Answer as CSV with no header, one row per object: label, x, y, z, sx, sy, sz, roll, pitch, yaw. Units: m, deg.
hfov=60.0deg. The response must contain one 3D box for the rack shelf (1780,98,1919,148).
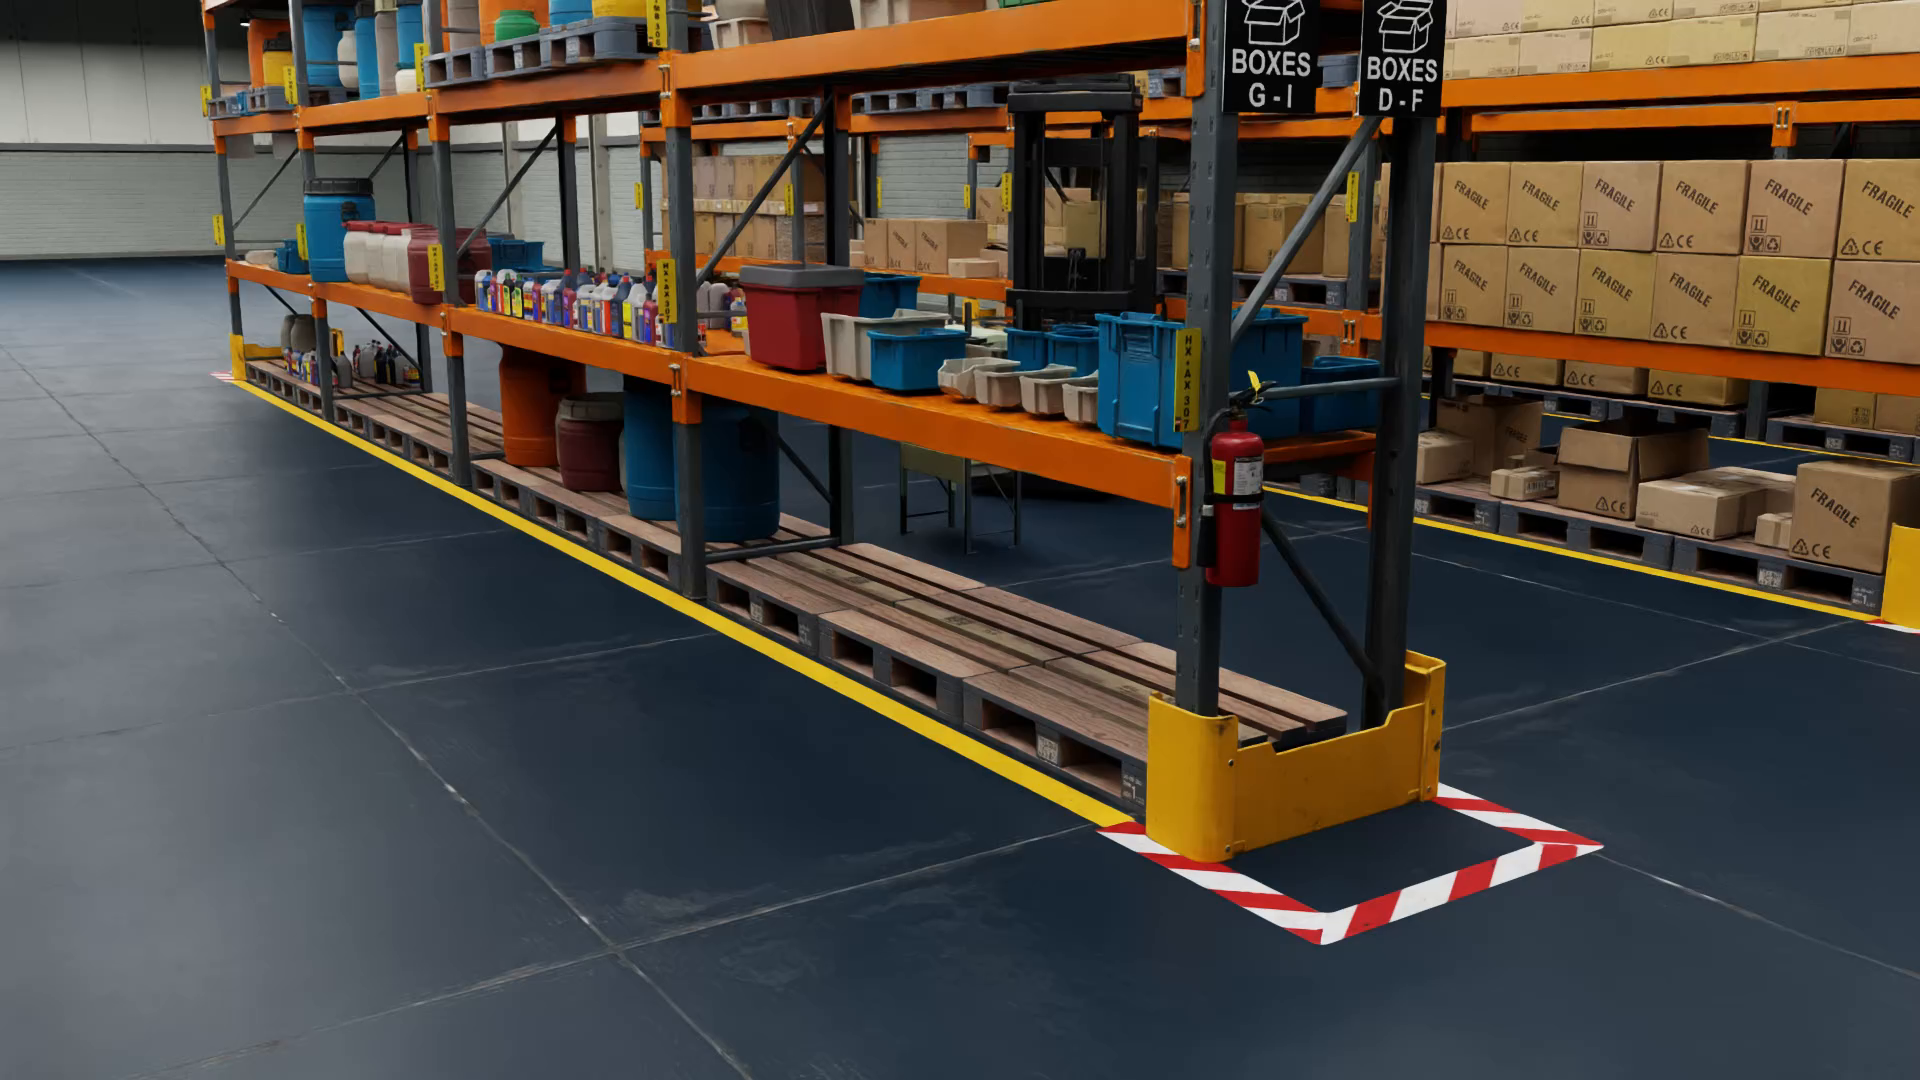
rack shelf,8.310,-3.138,12.352,1.077,0.370,4.000,-8,15,-33

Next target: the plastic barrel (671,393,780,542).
plastic barrel,-1.332,-0.486,9.491,0.600,0.901,0.708,-8,15,-33

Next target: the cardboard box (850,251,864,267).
cardboard box,-1.031,-2.911,17.239,0.380,0.149,0.250,-8,15,-33

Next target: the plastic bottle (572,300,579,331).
plastic bottle,-2.304,-1.379,10.111,0.097,0.201,0.097,0,12,0

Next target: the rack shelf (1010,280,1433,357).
rack shelf,1.972,-1.797,13.241,1.077,0.370,4.000,-8,15,-33

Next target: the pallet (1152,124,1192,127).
pallet,3.023,-5.054,19.868,1.213,0.211,1.003,-8,15,-33

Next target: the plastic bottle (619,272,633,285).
plastic bottle,-2.290,-1.701,11.420,0.097,0.271,0.097,0,12,0

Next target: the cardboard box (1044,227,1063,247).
cardboard box,1.415,-4.054,22.182,0.500,0.250,0.500,-8,15,-32

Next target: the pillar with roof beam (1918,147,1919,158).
pillar with roof beam,4.726,-4.779,11.150,9.100,9.000,0.400,-8,15,-33

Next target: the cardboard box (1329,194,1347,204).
cardboard box,4.385,-3.533,18.234,0.700,0.500,0.500,-10,16,-38

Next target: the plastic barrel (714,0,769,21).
plastic barrel,-1.128,-3.067,9.043,0.433,0.535,0.433,0,12,0

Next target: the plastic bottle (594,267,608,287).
plastic bottle,-2.554,-1.799,11.839,0.061,0.283,0.133,-8,15,-33

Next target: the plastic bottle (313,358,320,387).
plastic bottle,-6.181,-1.665,16.126,0.144,0.351,0.185,-9,15,-36

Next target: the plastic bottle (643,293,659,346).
plastic bottle,-1.699,-1.218,9.181,0.061,0.283,0.133,-8,15,-33

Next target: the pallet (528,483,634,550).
pallet,-2.118,-0.204,10.801,1.003,0.211,1.213,-8,15,-33

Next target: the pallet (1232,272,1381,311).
pallet,2.729,-1.854,12.267,1.003,0.211,1.213,-8,15,-33

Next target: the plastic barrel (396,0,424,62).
plastic barrel,-4.290,-4.043,13.632,0.600,0.901,0.708,-8,15,-33

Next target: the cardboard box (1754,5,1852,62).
cardboard box,4.525,-2.624,8.668,0.500,0.250,0.500,-8,15,-33

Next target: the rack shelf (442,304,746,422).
rack shelf,-2.153,-1.211,10.563,1.077,0.370,4.000,-8,15,-33

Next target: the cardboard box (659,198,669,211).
cardboard box,-3.530,-4.197,20.781,0.380,0.149,0.250,-8,15,-33

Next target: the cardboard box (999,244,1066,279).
cardboard box,0.699,-2.530,15.120,0.500,0.311,0.500,-7,14,-29

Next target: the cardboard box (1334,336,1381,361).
cardboard box,4.544,-2.207,18.252,0.700,0.500,0.500,-8,15,-32

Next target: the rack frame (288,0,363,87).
rack frame,-5.477,-5.560,14.725,1.000,3.000,0.127,-8,15,-33

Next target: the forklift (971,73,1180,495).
forklift,1.026,-2.022,12.746,1.130,2.935,3.031,5,13,20

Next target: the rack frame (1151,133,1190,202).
rack frame,2.770,-3.802,20.728,1.000,3.000,0.127,-8,15,-33

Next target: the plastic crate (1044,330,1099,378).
plastic crate,0.579,-0.760,7.068,0.416,0.233,0.300,-8,15,-33

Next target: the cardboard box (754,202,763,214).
cardboard box,-2.110,-3.741,18.696,0.380,0.149,0.250,-8,15,-33

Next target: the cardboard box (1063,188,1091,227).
cardboard box,1.699,-4.332,21.697,0.500,0.500,0.500,-9,15,-34

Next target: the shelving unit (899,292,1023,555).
shelving unit,-0.004,-0.734,10.207,0.431,1.500,0.755,-8,15,-33

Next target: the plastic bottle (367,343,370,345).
plastic bottle,-6.231,-1.936,17.520,0.061,0.283,0.133,-8,14,-31

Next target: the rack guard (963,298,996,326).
rack guard,0.596,-3.279,24.186,1.175,0.500,0.348,-8,15,-33

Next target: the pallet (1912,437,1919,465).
pallet,8.239,-0.656,12.866,1.003,0.211,1.213,-8,15,-33

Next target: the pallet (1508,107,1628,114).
pallet,6.009,-4.157,15.772,1.003,0.211,1.213,-7,14,-30

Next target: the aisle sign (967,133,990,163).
aisle sign,0.264,-5.761,23.599,0.394,0.787,0.004,-8,15,-33

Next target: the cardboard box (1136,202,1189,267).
cardboard box,1.655,-2.474,13.437,0.700,0.500,0.500,-5,13,-22

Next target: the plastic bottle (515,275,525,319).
plastic bottle,-2.870,-1.594,10.901,0.061,0.283,0.133,-8,15,-33

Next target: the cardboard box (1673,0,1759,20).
cardboard box,4.249,-2.957,9.022,0.500,0.250,0.500,-8,15,-33

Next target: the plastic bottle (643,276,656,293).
plastic bottle,-1.809,-1.358,9.664,0.144,0.351,0.185,-8,15,-33

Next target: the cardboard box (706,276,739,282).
cardboard box,-3.023,-3.095,21.190,0.500,0.500,0.500,-8,15,-33

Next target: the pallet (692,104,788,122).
pallet,-2.518,-5.003,19.404,1.003,0.211,1.213,-8,15,-33

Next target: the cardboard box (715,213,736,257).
cardboard box,-2.460,-3.616,19.642,0.700,0.500,0.500,-8,14,-31

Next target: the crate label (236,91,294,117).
crate label,-6.932,-4.362,16.613,0.502,0.251,0.408,-8,15,-33

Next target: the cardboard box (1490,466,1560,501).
cardboard box,3.621,-0.370,10.637,0.380,0.166,0.250,-8,15,-33

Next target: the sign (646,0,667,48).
sign,-1.504,-2.612,8.242,0.100,0.325,0.005,-8,15,-33

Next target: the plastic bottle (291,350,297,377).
plastic bottle,-6.759,-1.803,16.941,0.097,0.271,0.097,0,12,0

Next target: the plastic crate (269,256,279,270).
plastic crate,-6.588,-2.760,16.577,0.530,0.136,0.437,-8,15,-33

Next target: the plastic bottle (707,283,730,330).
plastic bottle,-1.497,-1.438,10.209,0.152,0.276,0.135,-8,15,-33

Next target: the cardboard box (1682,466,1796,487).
cardboard box,4.678,-0.261,9.940,0.500,0.250,0.500,-8,15,-33

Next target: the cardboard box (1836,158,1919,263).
cardboard box,4.821,-1.665,8.380,0.500,0.500,0.500,-8,15,-33

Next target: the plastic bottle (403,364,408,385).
plastic bottle,-5.402,-1.622,16.279,0.097,0.201,0.097,0,12,0

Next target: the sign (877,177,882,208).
sign,-0.905,-3.808,18.230,0.100,0.325,0.005,-8,15,-33

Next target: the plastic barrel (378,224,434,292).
plastic barrel,-4.484,-2.293,13.506,0.433,0.535,0.433,0,12,0
